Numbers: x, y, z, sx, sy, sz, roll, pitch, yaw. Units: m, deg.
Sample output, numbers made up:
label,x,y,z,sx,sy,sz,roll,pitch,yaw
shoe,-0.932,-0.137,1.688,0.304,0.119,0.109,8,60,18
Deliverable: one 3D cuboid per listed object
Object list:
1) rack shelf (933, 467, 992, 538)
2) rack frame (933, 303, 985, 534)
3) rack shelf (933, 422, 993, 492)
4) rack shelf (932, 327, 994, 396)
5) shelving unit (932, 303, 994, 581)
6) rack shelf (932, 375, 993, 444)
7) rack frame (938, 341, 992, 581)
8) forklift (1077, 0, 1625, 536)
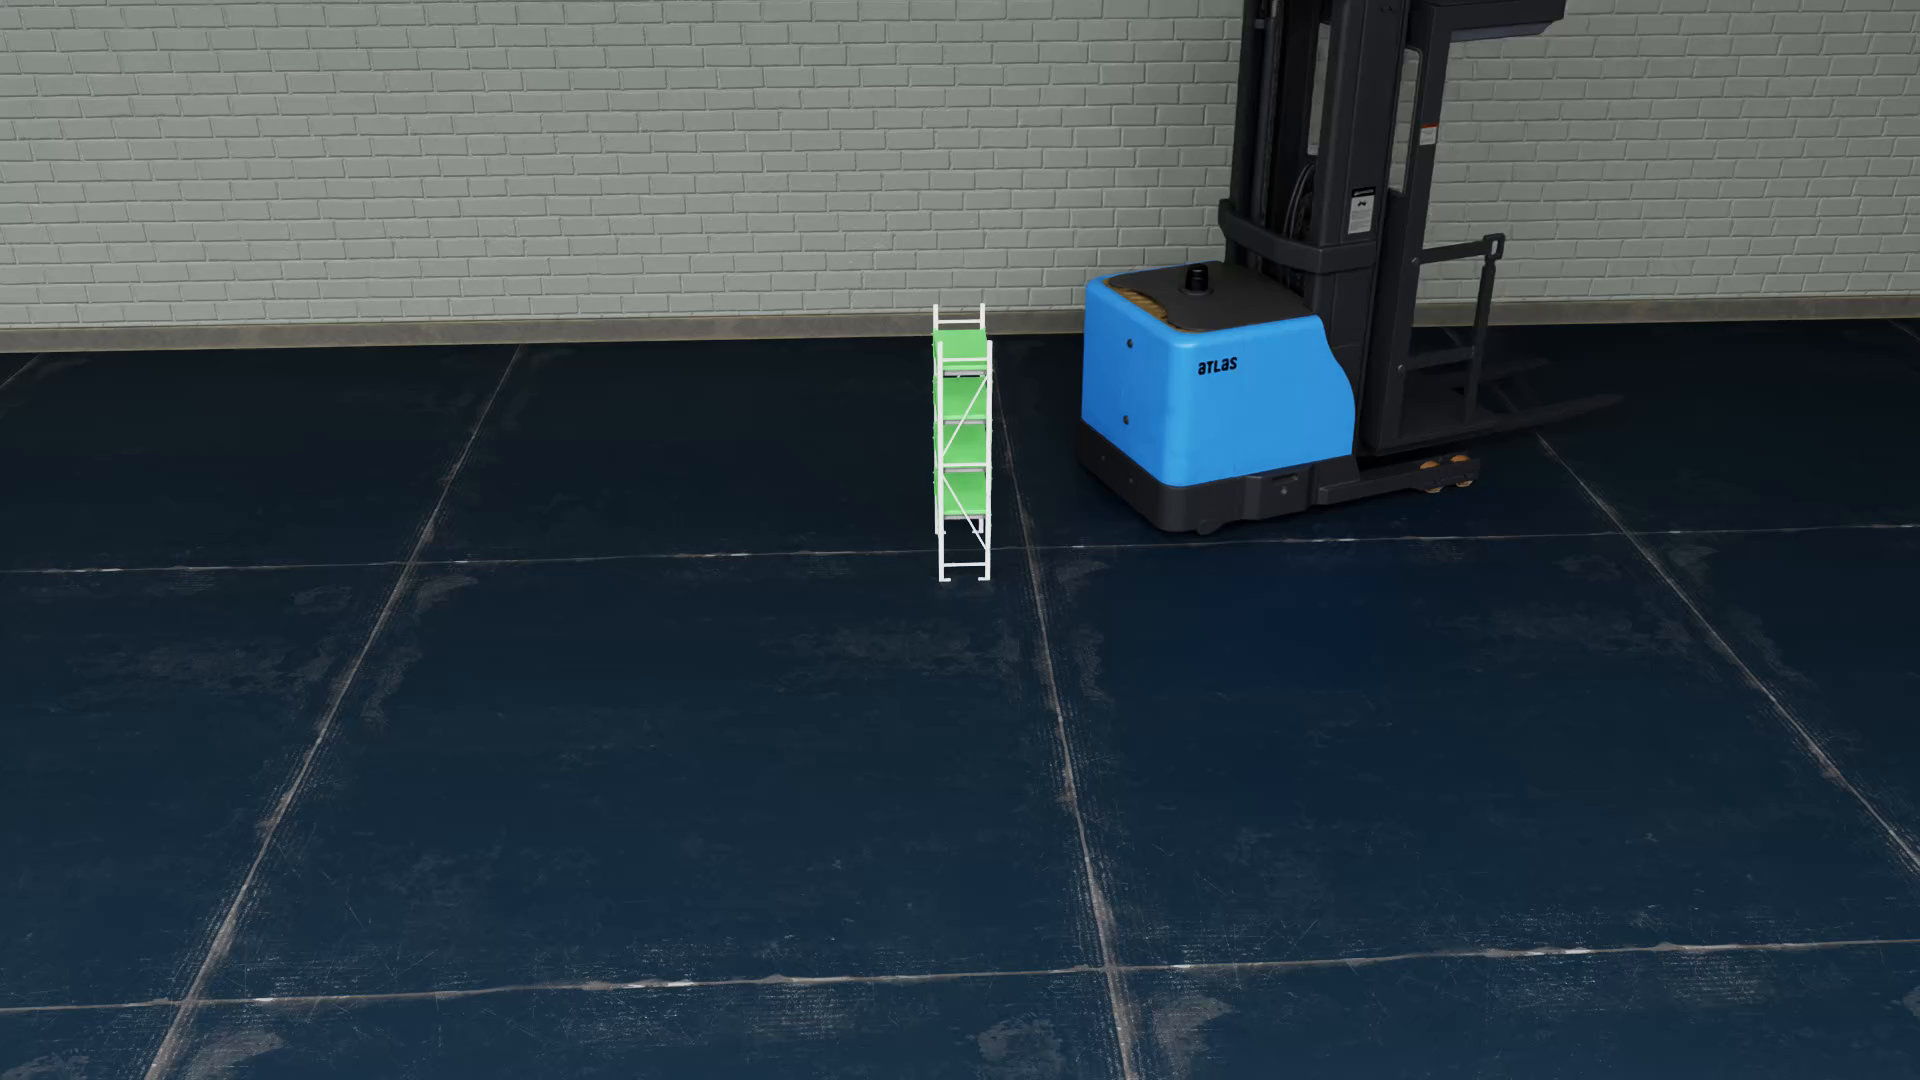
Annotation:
label,x,y,z,sx,sy,sz,roll,pitch,yaw
rack shelf,0.009,-0.186,7.966,0.258,0.148,0.480,-1,28,-3
rack frame,-0.004,-0.568,8.042,0.240,1.200,0.015,-1,28,-3
rack shelf,0.009,-0.399,7.856,0.258,0.148,0.480,-1,28,-3
rack shelf,0.009,-0.824,7.634,0.258,0.148,0.480,-1,28,-3
shelving unit,0.009,-0.456,7.826,0.258,1.200,0.503,-1,28,-3
rack shelf,0.009,-0.612,7.745,0.258,0.148,0.480,-1,28,-3
rack frame,0.021,-0.343,7.610,0.240,1.200,0.015,-1,28,-3
forklift,2.193,-1.757,8.449,3.031,2.935,1.130,-11,30,-21
